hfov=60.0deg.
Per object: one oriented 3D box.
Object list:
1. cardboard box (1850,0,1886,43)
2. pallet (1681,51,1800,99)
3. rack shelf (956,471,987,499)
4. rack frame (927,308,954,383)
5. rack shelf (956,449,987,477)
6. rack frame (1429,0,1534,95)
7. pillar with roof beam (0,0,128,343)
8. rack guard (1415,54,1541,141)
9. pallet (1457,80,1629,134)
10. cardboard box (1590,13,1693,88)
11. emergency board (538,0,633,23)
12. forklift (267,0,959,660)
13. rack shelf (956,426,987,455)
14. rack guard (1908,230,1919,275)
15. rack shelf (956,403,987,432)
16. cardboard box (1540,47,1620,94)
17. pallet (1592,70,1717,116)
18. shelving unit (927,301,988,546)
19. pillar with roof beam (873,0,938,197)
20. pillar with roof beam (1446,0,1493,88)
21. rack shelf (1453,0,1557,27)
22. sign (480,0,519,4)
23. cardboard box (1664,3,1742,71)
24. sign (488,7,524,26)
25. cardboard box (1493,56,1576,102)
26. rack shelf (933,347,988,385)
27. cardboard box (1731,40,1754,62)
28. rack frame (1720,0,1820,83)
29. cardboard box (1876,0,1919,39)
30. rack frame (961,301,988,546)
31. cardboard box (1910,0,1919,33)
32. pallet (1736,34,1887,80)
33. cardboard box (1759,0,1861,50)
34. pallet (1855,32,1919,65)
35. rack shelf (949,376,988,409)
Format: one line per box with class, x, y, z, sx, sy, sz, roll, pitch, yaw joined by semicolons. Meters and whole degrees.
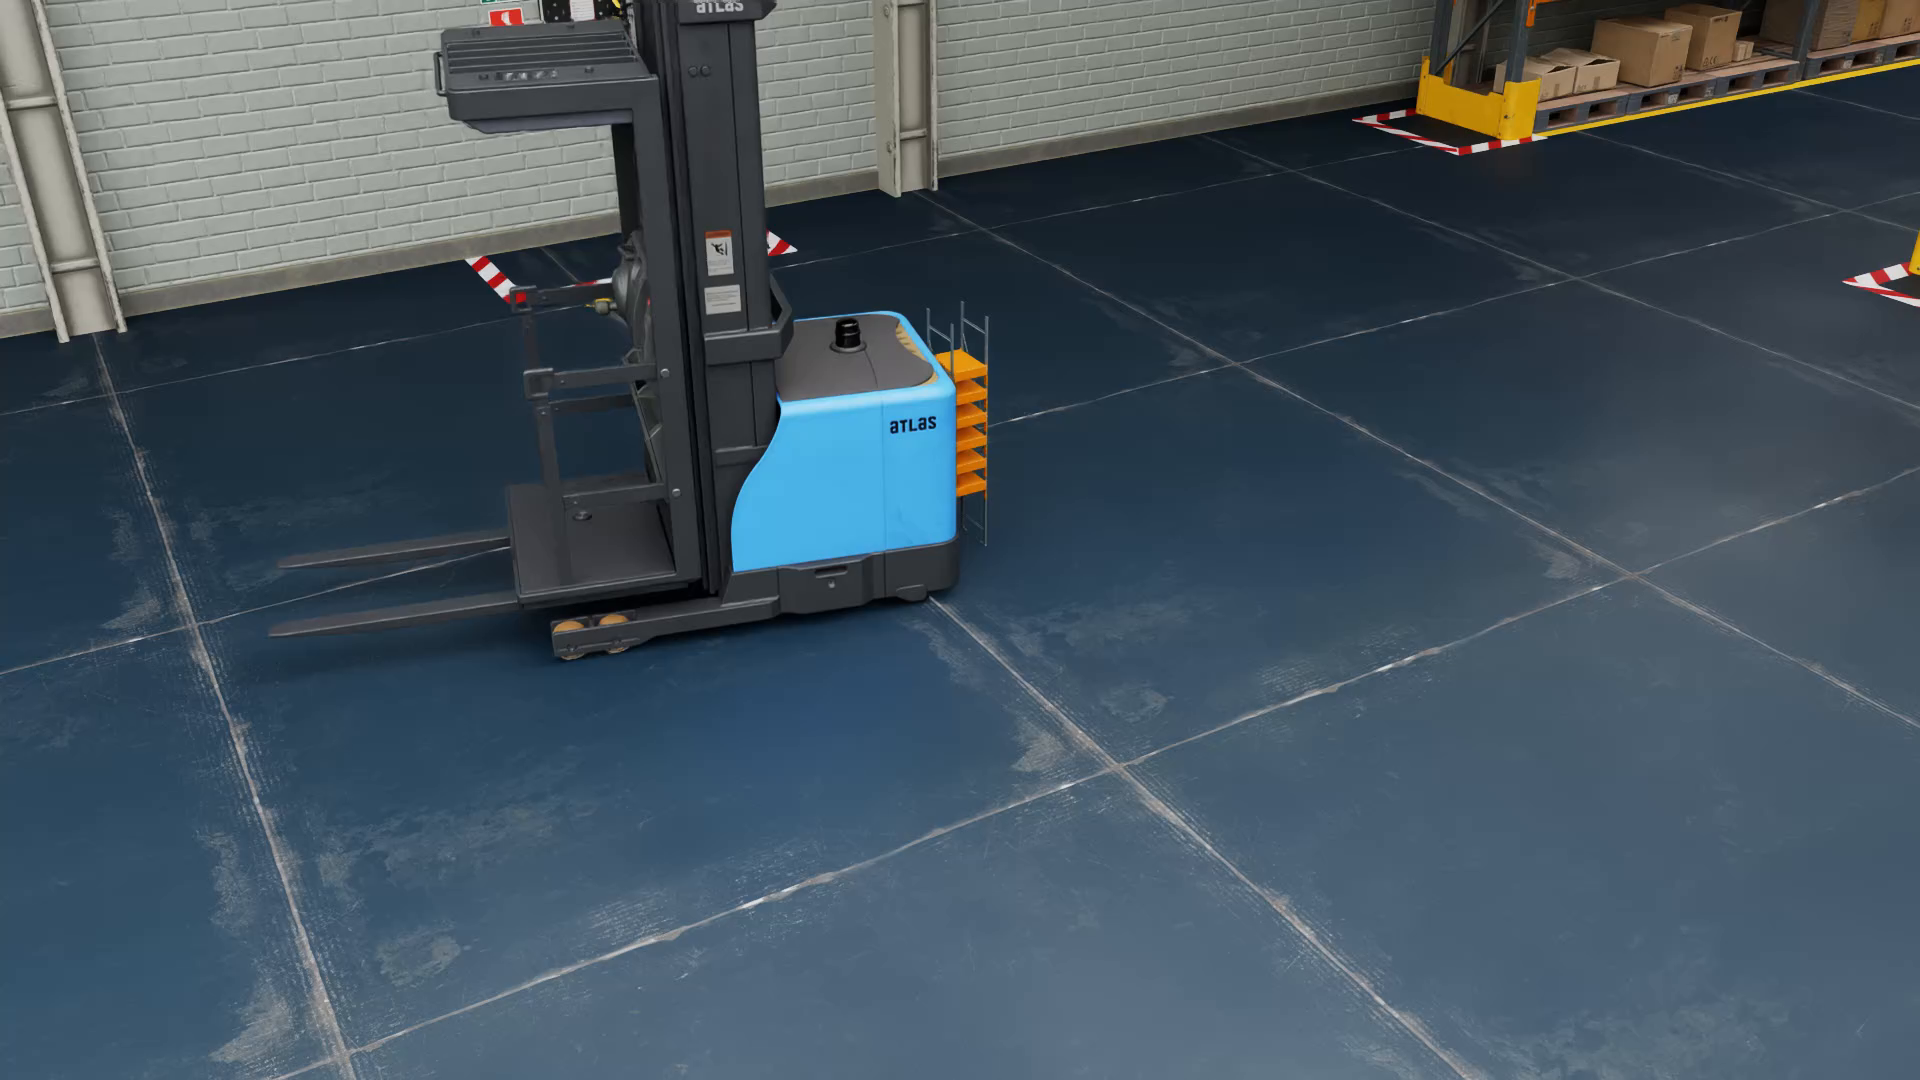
cardboard box;9.082;-5.488;17.222;0.500;0.500;0.700;-17;33;-27
pallet;7.475;-4.656;16.468;1.213;0.211;1.003;-16;33;-26
rack shelf;-0.012;-0.273;8.091;0.180;0.103;0.258;-16;33;-26
rack frame;-0.091;-0.500;7.913;0.006;1.200;0.240;-16;33;-26
rack shelf;-0.012;-0.378;8.033;0.180;0.103;0.258;-16;33;-26
rack frame;4.587;-5.077;14.344;0.127;3.000;1.000;-16;33;-26
pillar with roof beam;-3.413;-3.504;5.286;0.400;9.000;9.100;-16;33;-26
rack guard;4.652;-4.001;14.982;0.348;0.500;1.175;-16;33;-26
pallet;5.371;-4.058;15.385;1.213;0.211;1.003;-16;33;-26
cardboard box;6.378;-4.605;15.621;0.500;0.500;0.700;-18;34;-29
emergency board;-2.571;-3.551;11.579;0.643;1.169;0.194;-16;33;-26
forklift;-1.580;-1.044;7.108;3.031;2.935;1.130;-8;30;-14
rack shelf;-0.012;-0.483;7.975;0.180;0.103;0.258;-16;33;-26
rack guard;7.079;-1.914;11.200;0.348;0.500;1.175;-16;33;-26
rack shelf;-0.012;-0.588;7.917;0.180;0.103;0.258;-16;33;-26
cardboard box;5.721;-4.363;15.380;0.500;0.311;0.500;-13;31;-22
pallet;6.421;-4.355;15.923;1.213;0.211;1.003;-16;33;-26
shelving unit;-0.012;-0.522;7.954;0.189;1.200;0.258;-16;33;-26
pillar with roof beam;1.760;-4.973;7.947;0.400;9.000;9.100;-16;33;-26
pillar with roof beam;6.933;-6.441;10.609;0.400;9.000;9.100;-16;33;-26
rack shelf;6.311;-5.251;15.405;4.000;0.370;1.077;-16;33;-26
sign;-3.091;-3.703;11.270;0.331;0.109;0.001;-16;33;-26
cardboard box;7.161;-4.883;16.126;0.500;0.500;0.500;-19;34;-30
sign;-3.100;-3.474;11.403;0.234;0.329;0.001;-16;33;-26
cardboard box;5.229;-4.224;15.127;0.500;0.311;0.500;-20;35;-32
rack shelf;-0.012;-0.798;7.801;0.180;0.103;0.258;-16;33;-26
cardboard box;7.590;-4.864;16.437;0.250;0.166;0.380;-21;35;-33
rack frame;8.036;-6.056;16.119;0.127;3.000;1.000;-16;33;-26
cardboard box;9.542;-5.596;17.418;0.500;0.500;0.700;-15;32;-26
rack frame;0.067;-0.544;7.994;0.006;1.200;0.240;-16;33;-26
cardboard box;9.973;-5.724;17.649;0.500;0.500;0.700;-16;33;-27
pallet;8.706;-5.026;17.139;1.213;0.211;1.003;-16;33;-26
cardboard box;8.662;-5.341;16.955;0.500;0.500;0.700;-15;32;-25
pallet;9.759;-5.327;17.683;1.213;0.211;1.003;-16;33;-26
rack shelf;-0.012;-0.693;7.859;0.180;0.103;0.258;-16;33;-26
